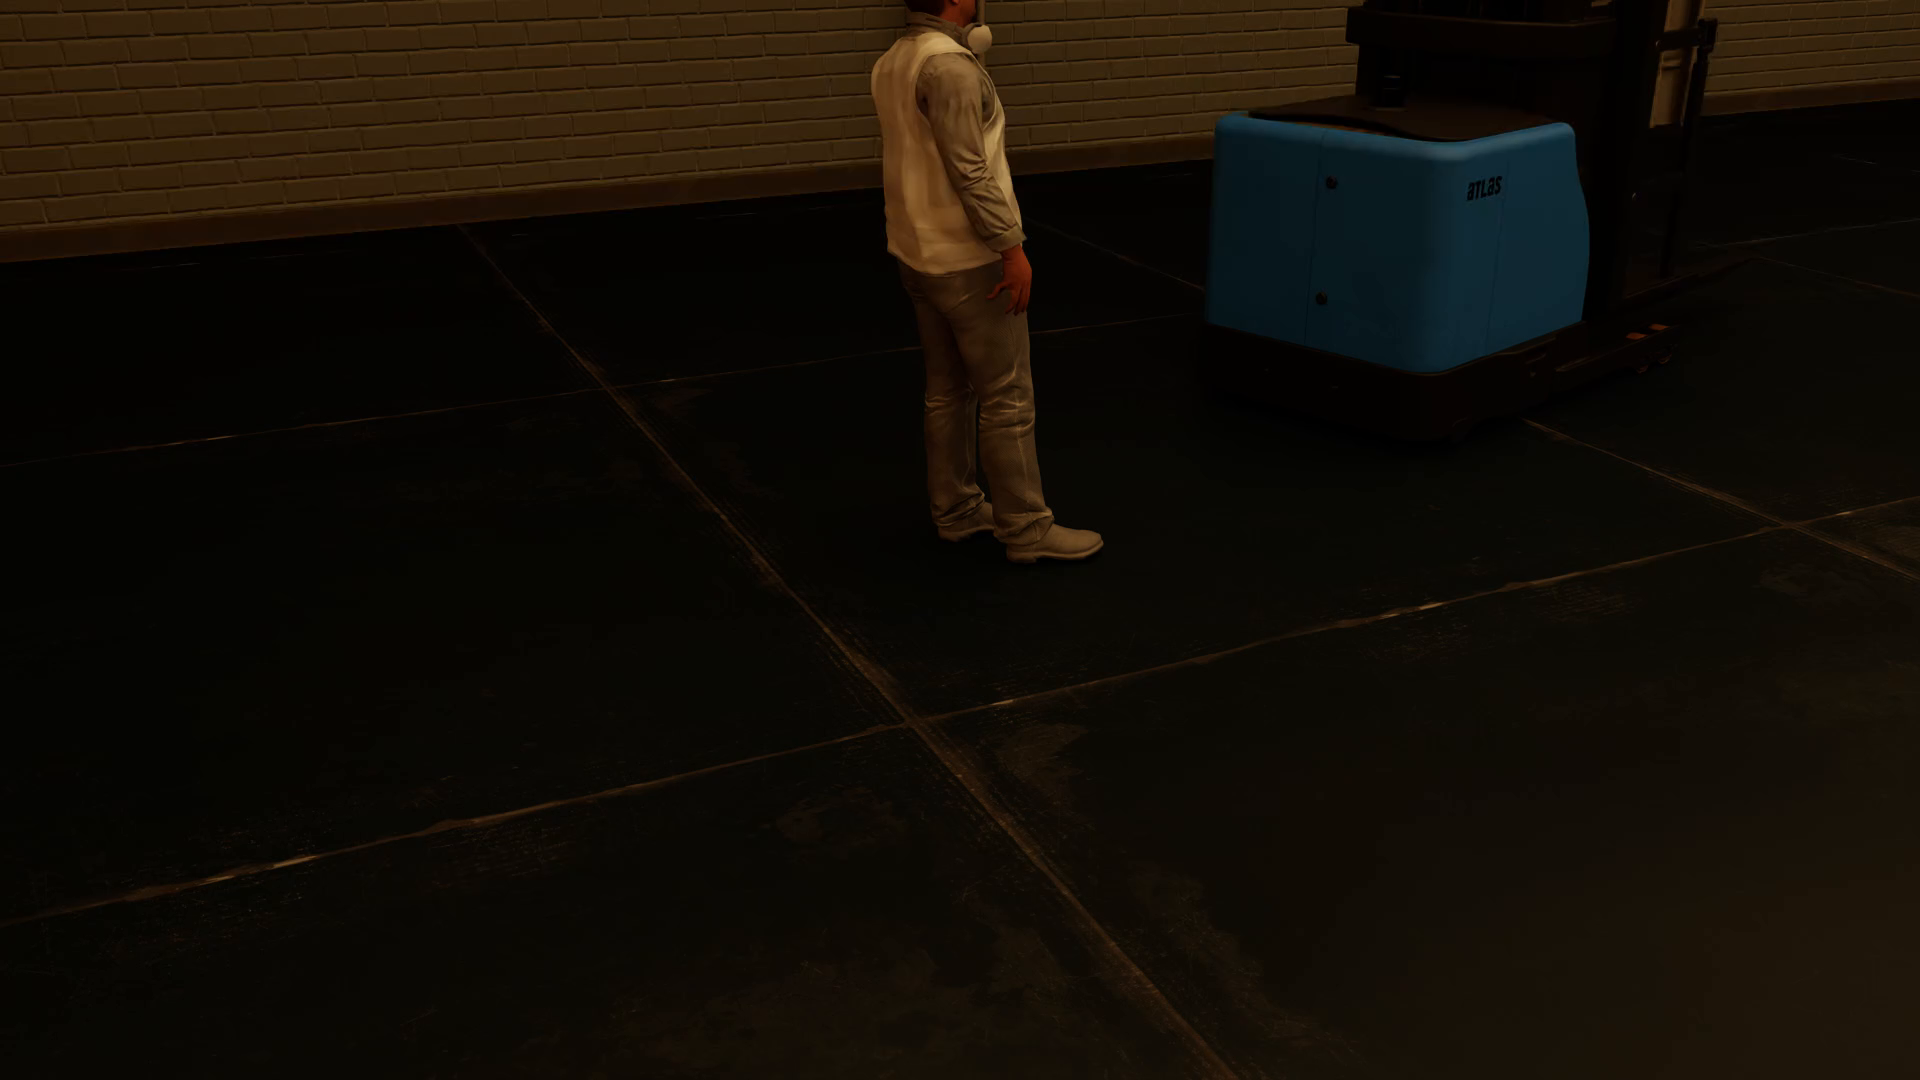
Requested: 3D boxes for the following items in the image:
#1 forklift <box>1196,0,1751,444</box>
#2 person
[{"bbox_3d":[2.327,-2.154,6.472,3.031,2.935,1.130,-20,30,-39],"label":"forklift"},{"bbox_3d":[0.059,-0.833,4.781,0.568,1.773,0.632,-10,25,-23],"label":"person"}]
